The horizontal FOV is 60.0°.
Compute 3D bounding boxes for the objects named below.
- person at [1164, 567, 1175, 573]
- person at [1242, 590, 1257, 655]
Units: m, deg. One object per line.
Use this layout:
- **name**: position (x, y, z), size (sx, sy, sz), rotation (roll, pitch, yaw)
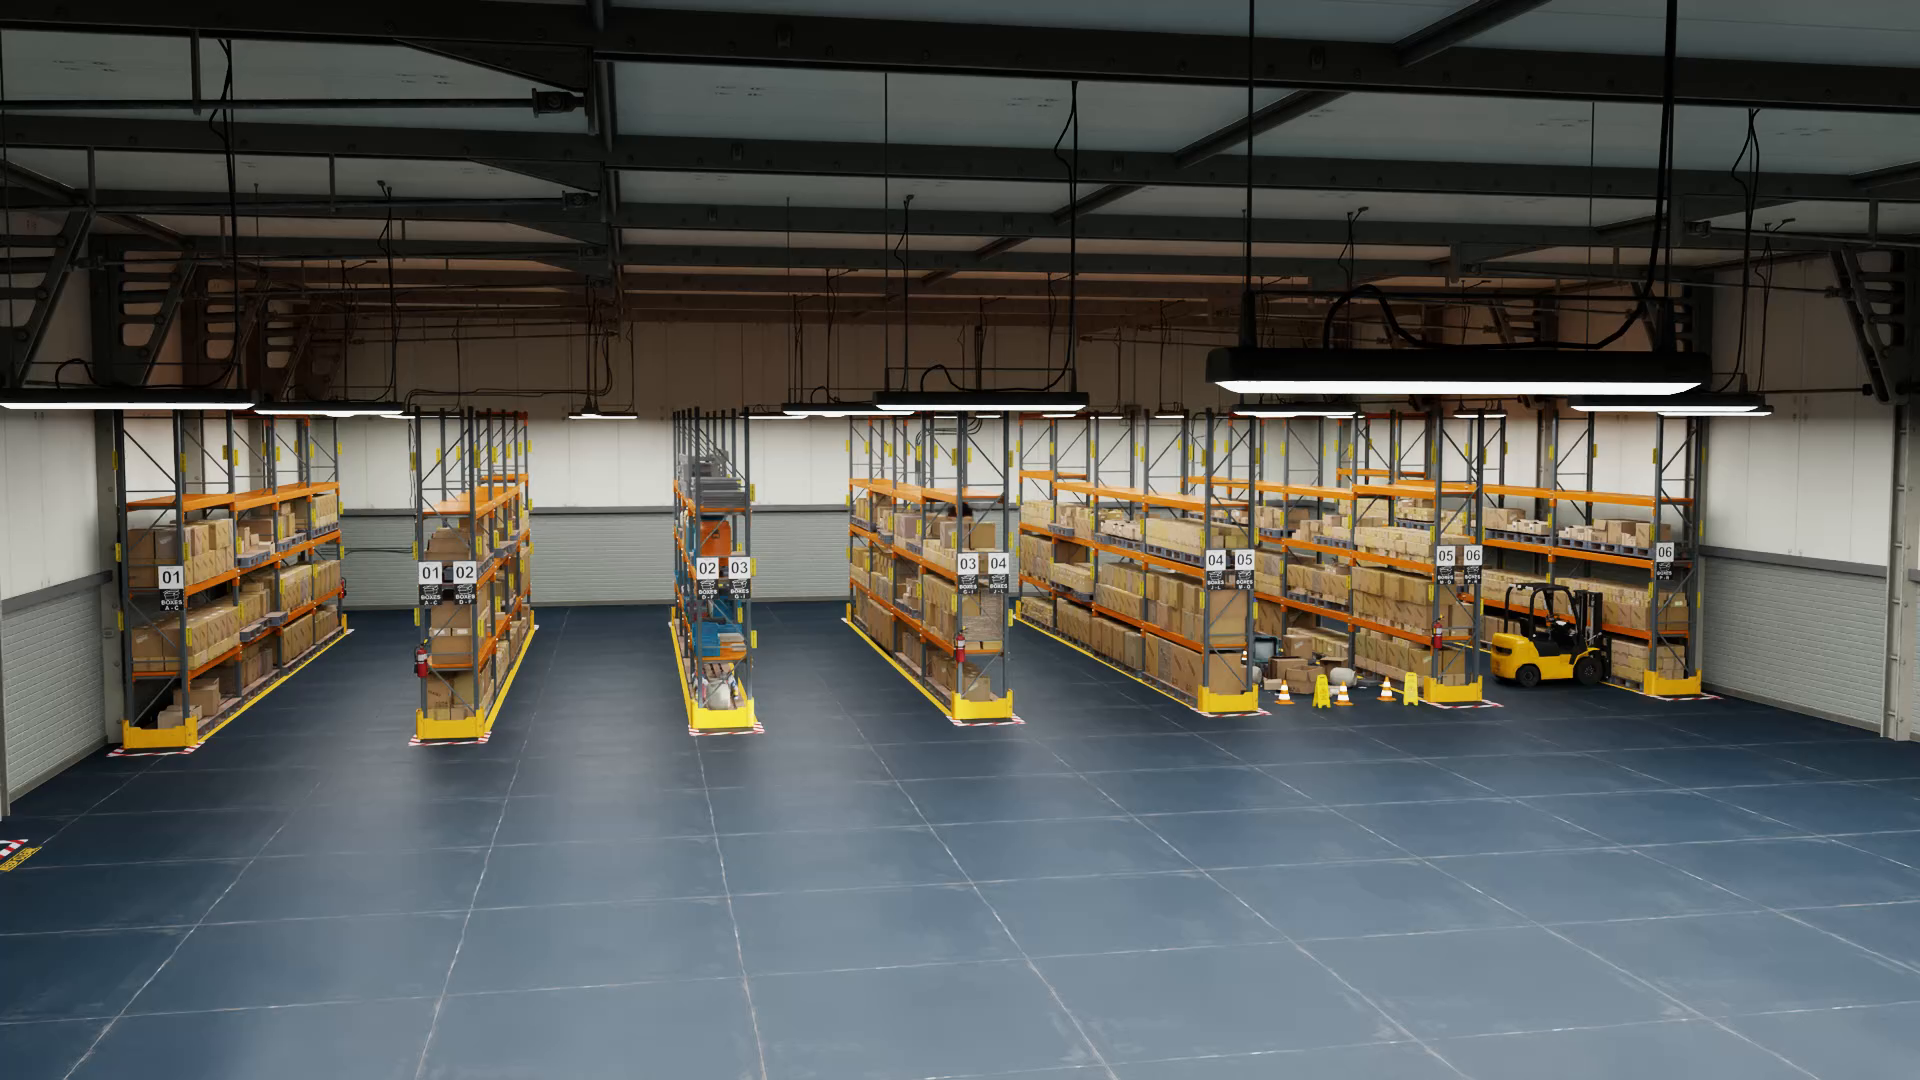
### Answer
- **person**: position (5.964, 1.458, 47.594), size (0.409, 1.769, 0.630), rotation (-1, 4, -9)
- **person**: position (7.124, 1.990, 41.013), size (0.374, 1.657, 0.508), rotation (0, 4, 4)
